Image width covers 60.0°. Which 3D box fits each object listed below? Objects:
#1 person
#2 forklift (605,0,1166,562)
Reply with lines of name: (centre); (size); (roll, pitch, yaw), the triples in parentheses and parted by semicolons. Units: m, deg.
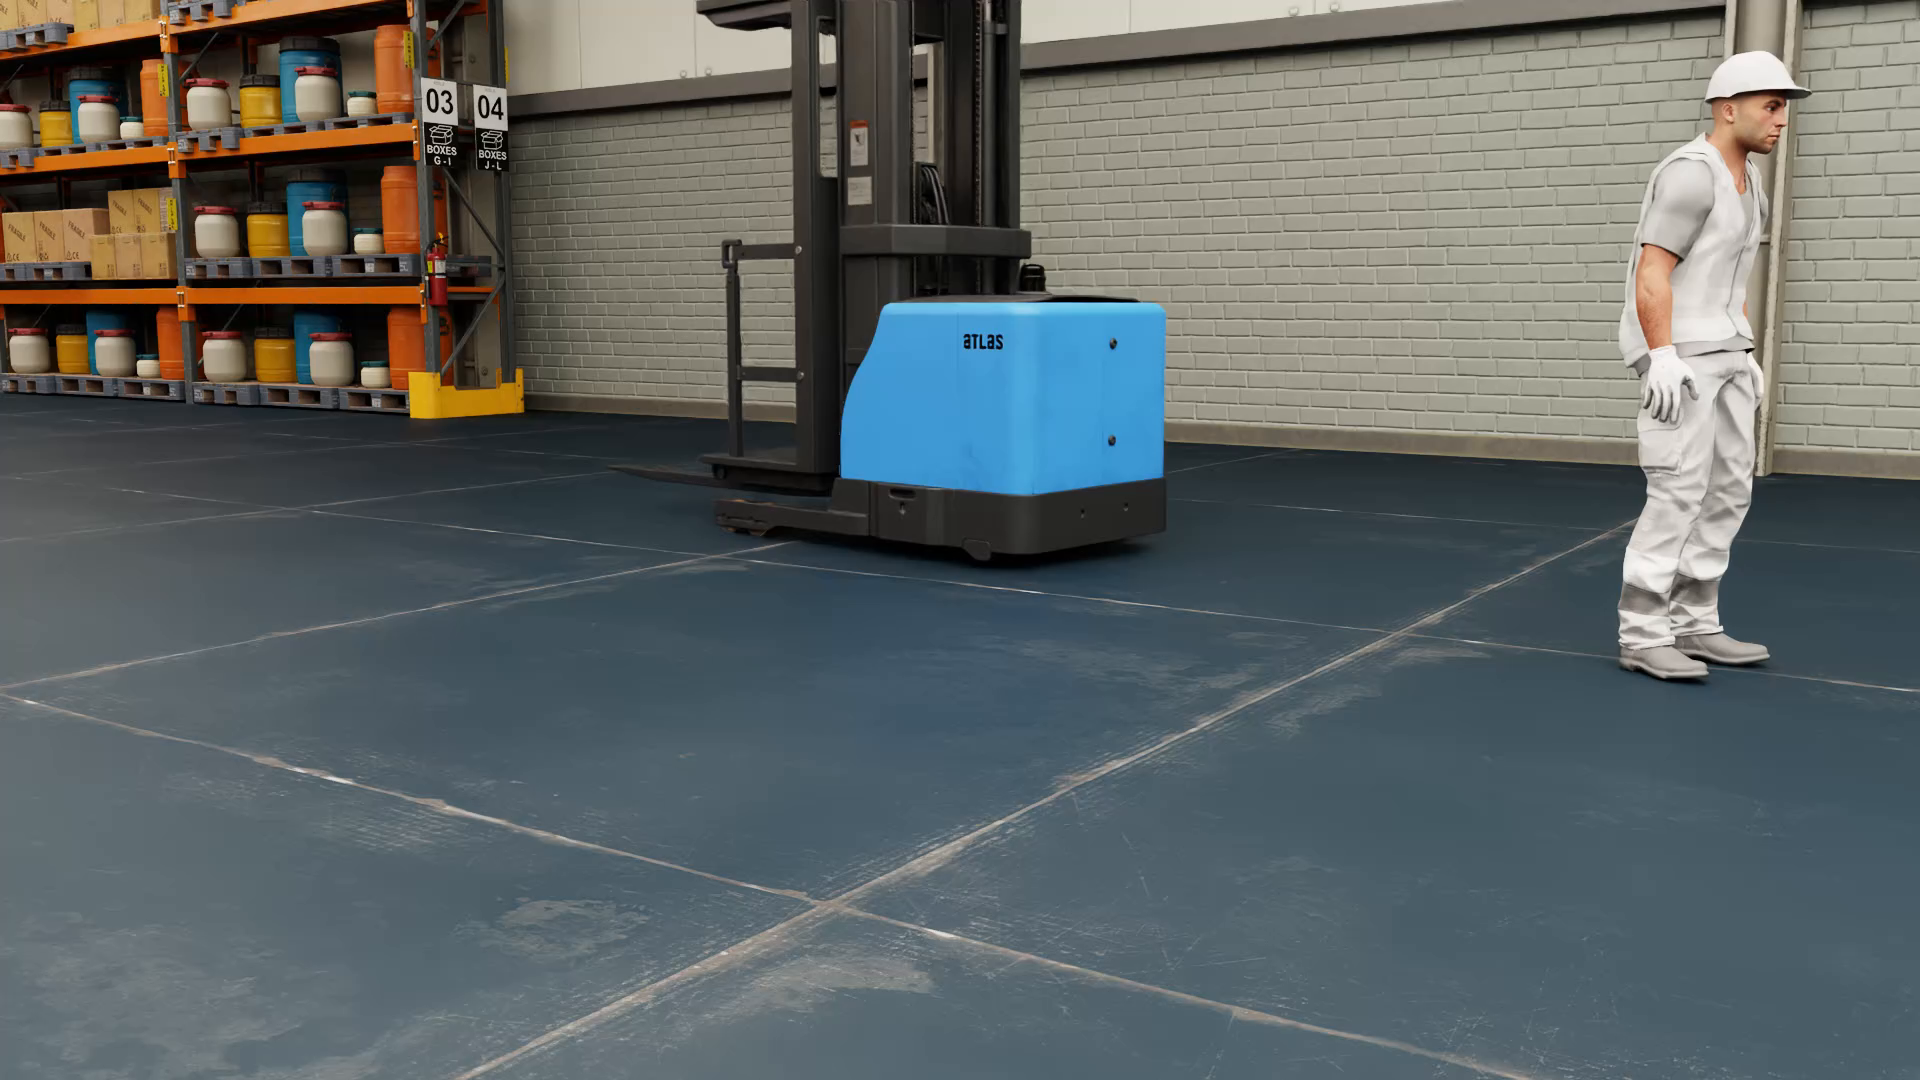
person: (2.180, -0.505, 4.858); (0.609, 1.777, 0.453); (-7, 11, -40)
forklift: (-0.522, -1.512, 7.825); (3.031, 2.935, 1.130); (7, 11, 41)
